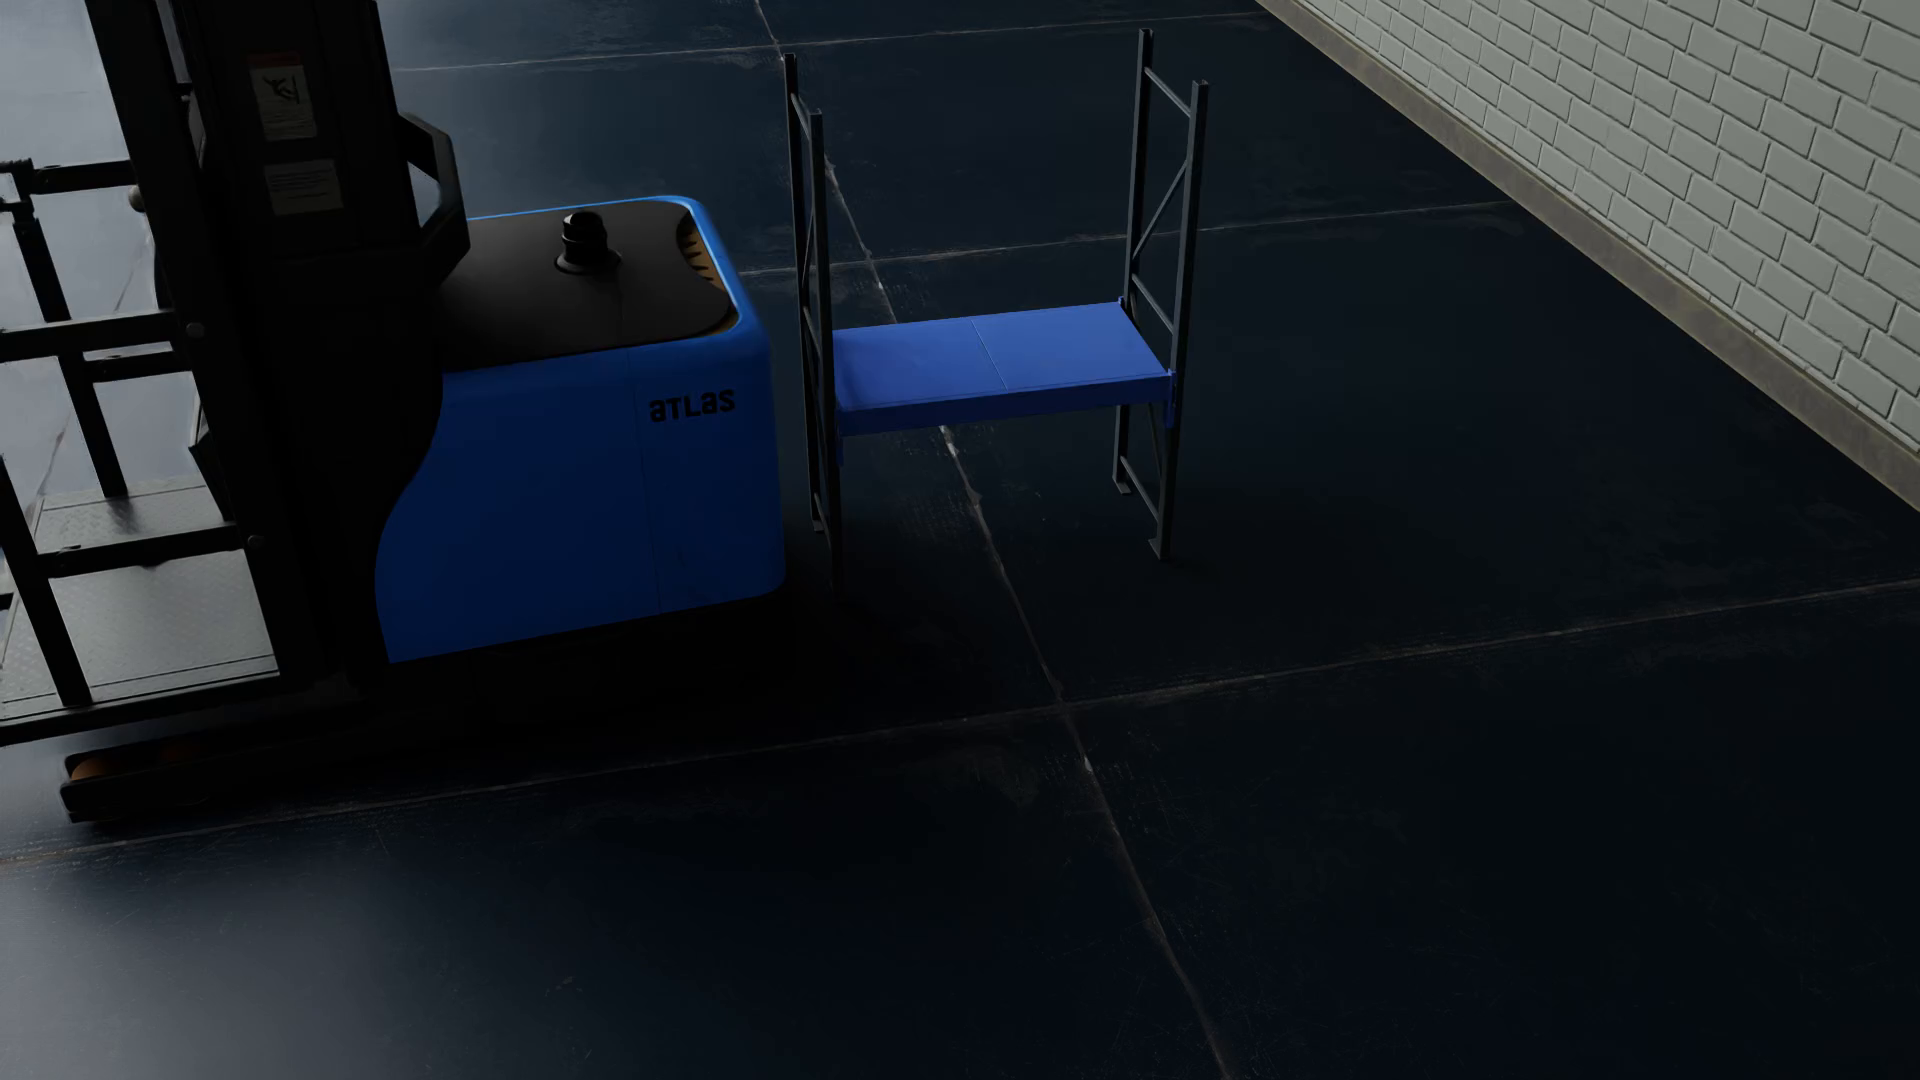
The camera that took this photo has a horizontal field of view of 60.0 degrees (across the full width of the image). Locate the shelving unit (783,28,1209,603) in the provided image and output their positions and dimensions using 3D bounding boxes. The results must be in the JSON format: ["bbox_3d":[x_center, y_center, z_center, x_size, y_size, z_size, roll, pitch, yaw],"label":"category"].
[{"bbox_3d":[0.083,-0.633,4.848,1.048,1.500,0.538,-7,35,-11],"label":"shelving unit"}]

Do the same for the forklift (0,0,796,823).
[{"bbox_3d":[-2.036,-0.837,3.867,3.031,2.935,1.130,-10,35,-15],"label":"forklift"}]

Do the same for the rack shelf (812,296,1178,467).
[{"bbox_3d":[0.083,-0.484,4.948,1.000,0.185,0.538,-7,35,-11],"label":"rack shelf"}]

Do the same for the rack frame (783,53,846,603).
[{"bbox_3d":[-0.413,-0.571,4.755,0.032,1.500,0.500,-7,35,-11],"label":"rack frame"}]

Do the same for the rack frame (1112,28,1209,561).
[{"bbox_3d":[0.579,-0.696,4.941,0.032,1.500,0.500,-7,35,-11],"label":"rack frame"}]
